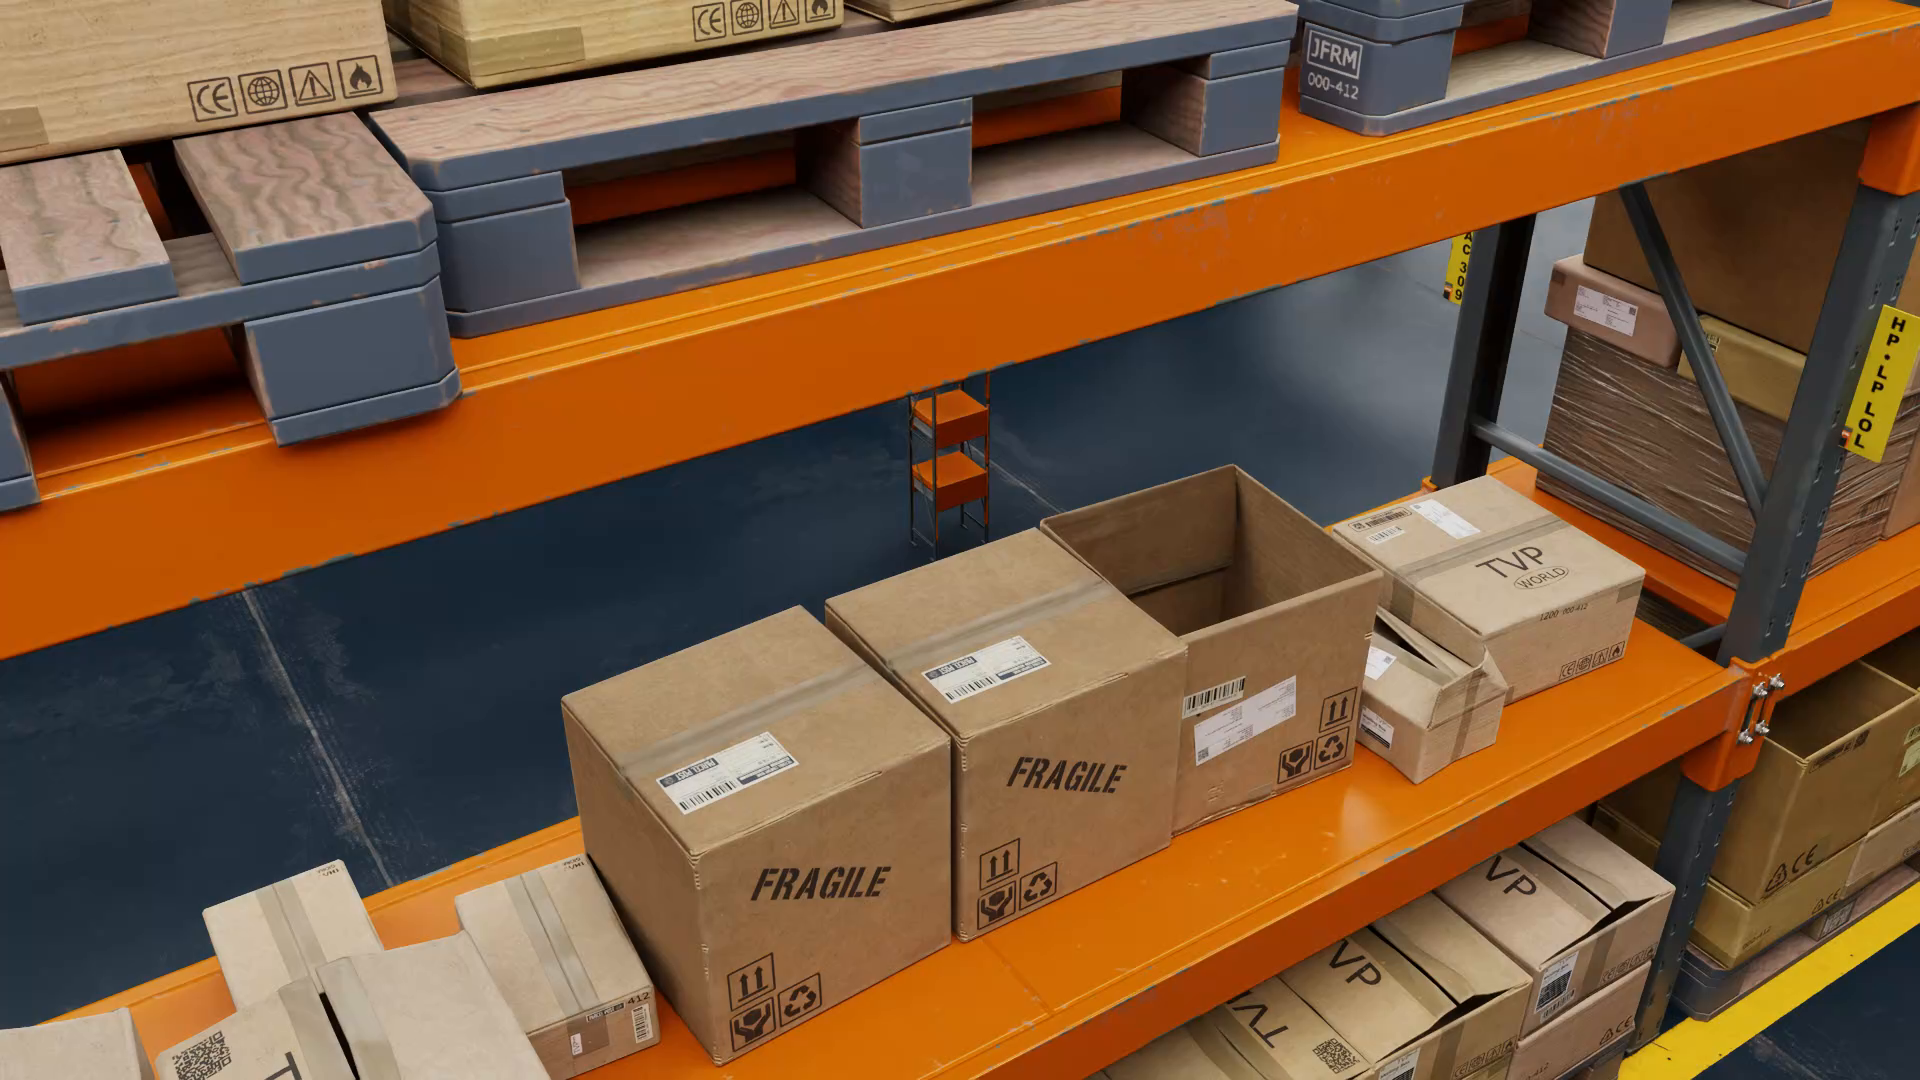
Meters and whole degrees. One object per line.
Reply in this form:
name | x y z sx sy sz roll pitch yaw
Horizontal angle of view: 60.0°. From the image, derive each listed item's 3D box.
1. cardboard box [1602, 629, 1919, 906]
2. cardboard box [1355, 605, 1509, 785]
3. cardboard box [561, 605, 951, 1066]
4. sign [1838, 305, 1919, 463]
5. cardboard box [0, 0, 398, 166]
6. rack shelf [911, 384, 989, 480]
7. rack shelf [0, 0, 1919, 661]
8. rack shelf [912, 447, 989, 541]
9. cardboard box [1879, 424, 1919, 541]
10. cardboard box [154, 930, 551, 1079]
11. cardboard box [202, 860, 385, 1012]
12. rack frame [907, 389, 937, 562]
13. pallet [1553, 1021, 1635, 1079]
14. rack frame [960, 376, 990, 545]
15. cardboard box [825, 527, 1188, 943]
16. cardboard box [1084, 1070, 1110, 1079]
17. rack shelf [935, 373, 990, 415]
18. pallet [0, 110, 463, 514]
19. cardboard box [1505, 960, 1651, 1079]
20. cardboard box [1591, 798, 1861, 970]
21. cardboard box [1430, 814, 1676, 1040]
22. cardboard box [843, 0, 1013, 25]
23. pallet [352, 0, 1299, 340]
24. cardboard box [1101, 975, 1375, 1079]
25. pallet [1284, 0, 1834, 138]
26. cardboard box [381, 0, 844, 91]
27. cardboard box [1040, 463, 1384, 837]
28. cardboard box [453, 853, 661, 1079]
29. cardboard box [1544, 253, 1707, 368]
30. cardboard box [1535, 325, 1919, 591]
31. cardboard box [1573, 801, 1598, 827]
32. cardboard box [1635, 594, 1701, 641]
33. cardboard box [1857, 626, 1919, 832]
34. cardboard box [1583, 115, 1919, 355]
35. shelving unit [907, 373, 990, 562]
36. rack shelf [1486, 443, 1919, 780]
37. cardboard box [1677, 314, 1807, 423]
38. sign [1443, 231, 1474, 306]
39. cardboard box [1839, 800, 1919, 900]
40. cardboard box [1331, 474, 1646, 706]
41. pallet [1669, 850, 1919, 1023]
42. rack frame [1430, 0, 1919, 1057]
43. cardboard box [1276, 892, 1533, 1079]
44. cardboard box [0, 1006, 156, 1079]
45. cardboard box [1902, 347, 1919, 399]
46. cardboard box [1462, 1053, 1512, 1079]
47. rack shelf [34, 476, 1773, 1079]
cardboard box | 2.159 0.569 4.517 0.500 0.500 0.500 -19 37 -27
cardboard box | 0.960 0.288 3.608 0.258 0.266 0.396 -20 37 -28
cardboard box | -0.361 0.516 3.026 0.500 0.500 0.500 -21 38 -30
sign | 1.902 -0.321 3.436 0.005 0.325 0.100 -19 37 -27
cardboard box | -0.981 -0.648 1.901 0.500 0.250 0.500 -18 36 -26
rack shelf | -0.045 -0.420 6.451 0.240 0.259 0.215 -19 37 -27
rack shelf | -0.082 -0.492 2.581 4.000 0.370 1.077 -19 37 -27
rack shelf | -0.045 -0.185 6.599 0.240 0.259 0.215 -19 37 -27
cardboard box | 2.409 -0.434 4.533 0.500 0.500 0.700 -19 37 -28
cardboard box | -0.906 0.917 2.568 0.500 0.311 0.500 -19 37 -28
cardboard box | -1.156 0.773 2.948 0.250 0.149 0.380 -19 37 -27
rack frame | -0.148 -0.393 6.390 0.008 1.050 0.200 -19 37 -27
pallet | 1.001 1.304 4.484 1.213 0.211 1.003 -19 37 -27
rack frame | 0.058 -0.464 6.501 0.008 1.050 0.200 -19 37 -27
cardboard box | 0.081 0.364 3.268 0.500 0.500 0.500 -19 37 -27
cardboard box | 0.135 1.328 3.491 0.500 0.311 0.500 -19 37 -28
rack shelf | -0.045 -0.660 6.300 0.240 0.259 0.215 -19 37 -27
pallet | -1.241 -0.374 1.897 1.003 0.211 1.213 -17 36 -25
cardboard box | 1.408 1.130 4.331 0.500 0.250 0.500 -19 37 -28
cardboard box | 2.153 0.882 4.724 0.500 0.250 0.500 -19 37 -27
cardboard box | 1.414 0.888 4.188 0.500 0.311 0.500 -19 37 -27
cardboard box | -0.041 -0.963 2.401 0.500 0.250 0.500 -22 39 -31
pallet | -0.302 -0.699 2.412 1.213 0.211 1.003 -17 36 -25
cardboard box | 0.560 1.185 3.718 0.500 0.311 0.500 -19 37 -27
pallet | 0.865 -1.032 2.943 1.217 0.209 0.805 -21 38 -29
cardboard box | -0.494 -0.808 2.155 0.500 0.250 0.500 -20 37 -28
cardboard box | 0.502 0.219 3.497 0.500 0.500 0.500 -16 36 -24
cardboard box | -0.721 0.763 2.964 0.250 0.149 0.380 -16 36 -24
cardboard box | 1.712 -0.597 4.183 0.250 0.149 0.380 -19 37 -27
cardboard box | 1.969 -0.279 4.287 0.500 0.500 0.700 -20 37 -28
cardboard box | 1.871 0.648 5.095 0.500 0.250 0.500 -19 37 -27
cardboard box | 2.297 0.191 5.116 0.500 0.500 0.500 -19 37 -27
cardboard box | 2.575 0.421 4.752 0.500 0.500 0.500 -19 37 -27
cardboard box | 1.969 -0.827 3.941 0.500 0.500 0.700 -19 37 -27
shelving unit | -0.045 -0.429 6.445 0.252 1.050 0.215 -19 37 -27
rack shelf | 3.280 -0.379 5.214 4.000 0.370 1.077 -19 37 -27
cardboard box | 1.930 -0.413 3.891 0.250 0.149 0.380 -19 37 -27
sign | 1.297 -0.753 4.247 0.005 0.325 0.100 -19 37 -27
cardboard box | 2.576 0.740 4.950 0.500 0.250 0.500 -19 37 -27
cardboard box | 1.209 0.120 3.889 0.500 0.250 0.500 -17 36 -24
pallet | 2.290 0.863 5.184 1.213 0.211 1.003 -19 37 -27
rack frame | 1.599 -0.105 4.106 0.127 3.000 1.000 -19 37 -27
cardboard box | 0.980 1.042 3.945 0.500 0.311 0.500 -18 36 -26
cardboard box | -1.433 1.003 2.432 0.500 0.311 0.500 -17 36 -24
cardboard box | 2.141 -0.485 4.006 0.250 0.149 0.380 -18 37 -27
cardboard box | 0.982 1.275 4.100 0.500 0.250 0.500 -20 37 -28
rack shelf | -0.082 0.777 3.381 4.000 0.370 1.077 -19 37 -27
